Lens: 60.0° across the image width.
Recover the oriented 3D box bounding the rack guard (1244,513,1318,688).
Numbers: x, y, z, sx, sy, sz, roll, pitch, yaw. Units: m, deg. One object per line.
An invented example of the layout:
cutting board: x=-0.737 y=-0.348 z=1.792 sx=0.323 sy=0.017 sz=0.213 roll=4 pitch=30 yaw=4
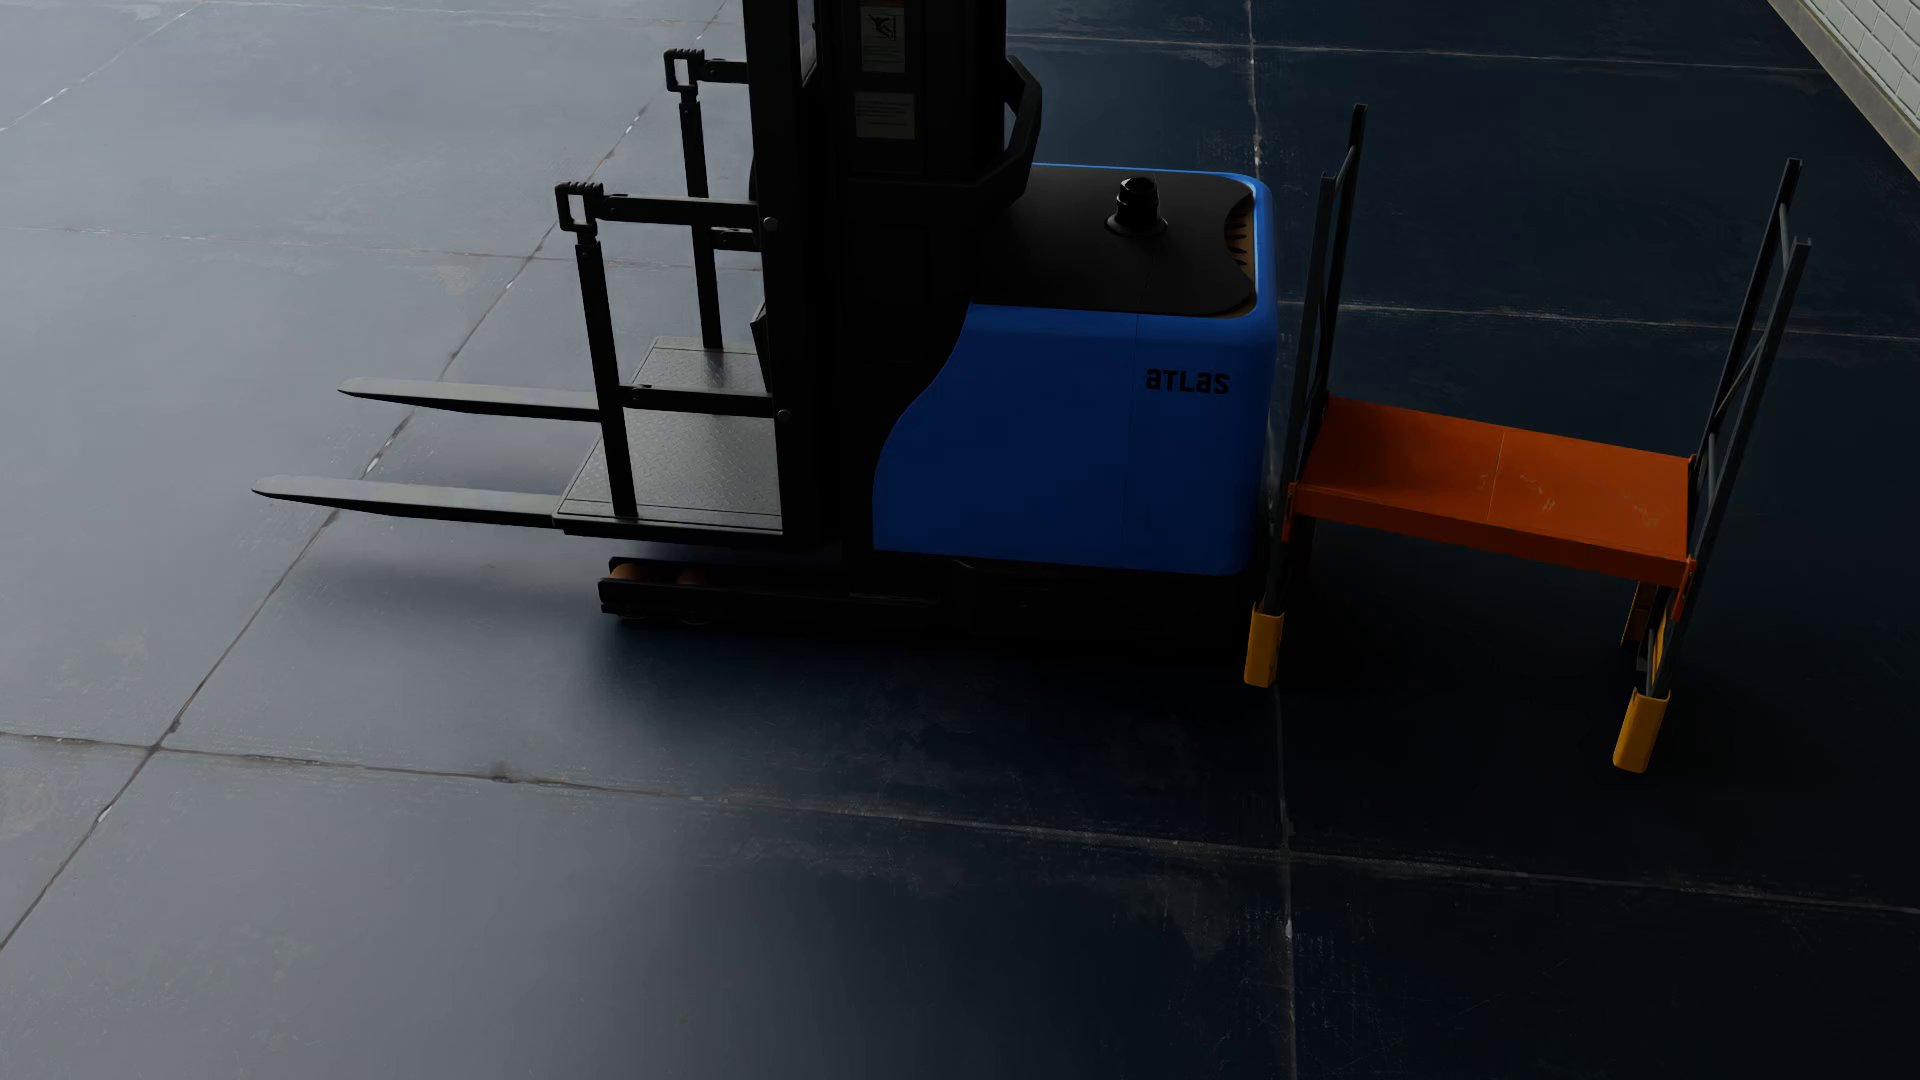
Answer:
rack guard: x=0.935 y=0.149 z=4.826 sx=0.087 sy=0.250 sz=0.587 roll=12 pitch=37 yaw=16

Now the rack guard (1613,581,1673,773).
rack guard: x=1.870 y=0.349 z=4.546 sx=0.087 sy=0.250 sz=0.587 roll=12 pitch=37 yaw=16

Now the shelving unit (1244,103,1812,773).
shelving unit: x=1.403 y=-0.260 z=4.323 sx=1.083 sy=1.500 sz=0.587 roll=12 pitch=37 yaw=16

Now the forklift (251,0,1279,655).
forklift: x=-0.625 y=-1.241 z=4.466 sx=3.031 sy=2.935 sz=1.130 roll=4 pitch=36 yaw=6

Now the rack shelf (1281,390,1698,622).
rack shelf: x=1.411 y=-0.111 z=4.425 sx=1.000 sy=0.185 sz=0.538 roll=12 pitch=37 yaw=16

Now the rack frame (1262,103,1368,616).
rack frame: x=0.934 y=-0.360 z=4.463 sx=0.032 sy=1.500 sz=0.500 roll=12 pitch=37 yaw=16

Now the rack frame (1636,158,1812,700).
rack frame: x=1.888 y=-0.156 z=4.178 sx=0.032 sy=1.500 sz=0.500 roll=12 pitch=37 yaw=16
